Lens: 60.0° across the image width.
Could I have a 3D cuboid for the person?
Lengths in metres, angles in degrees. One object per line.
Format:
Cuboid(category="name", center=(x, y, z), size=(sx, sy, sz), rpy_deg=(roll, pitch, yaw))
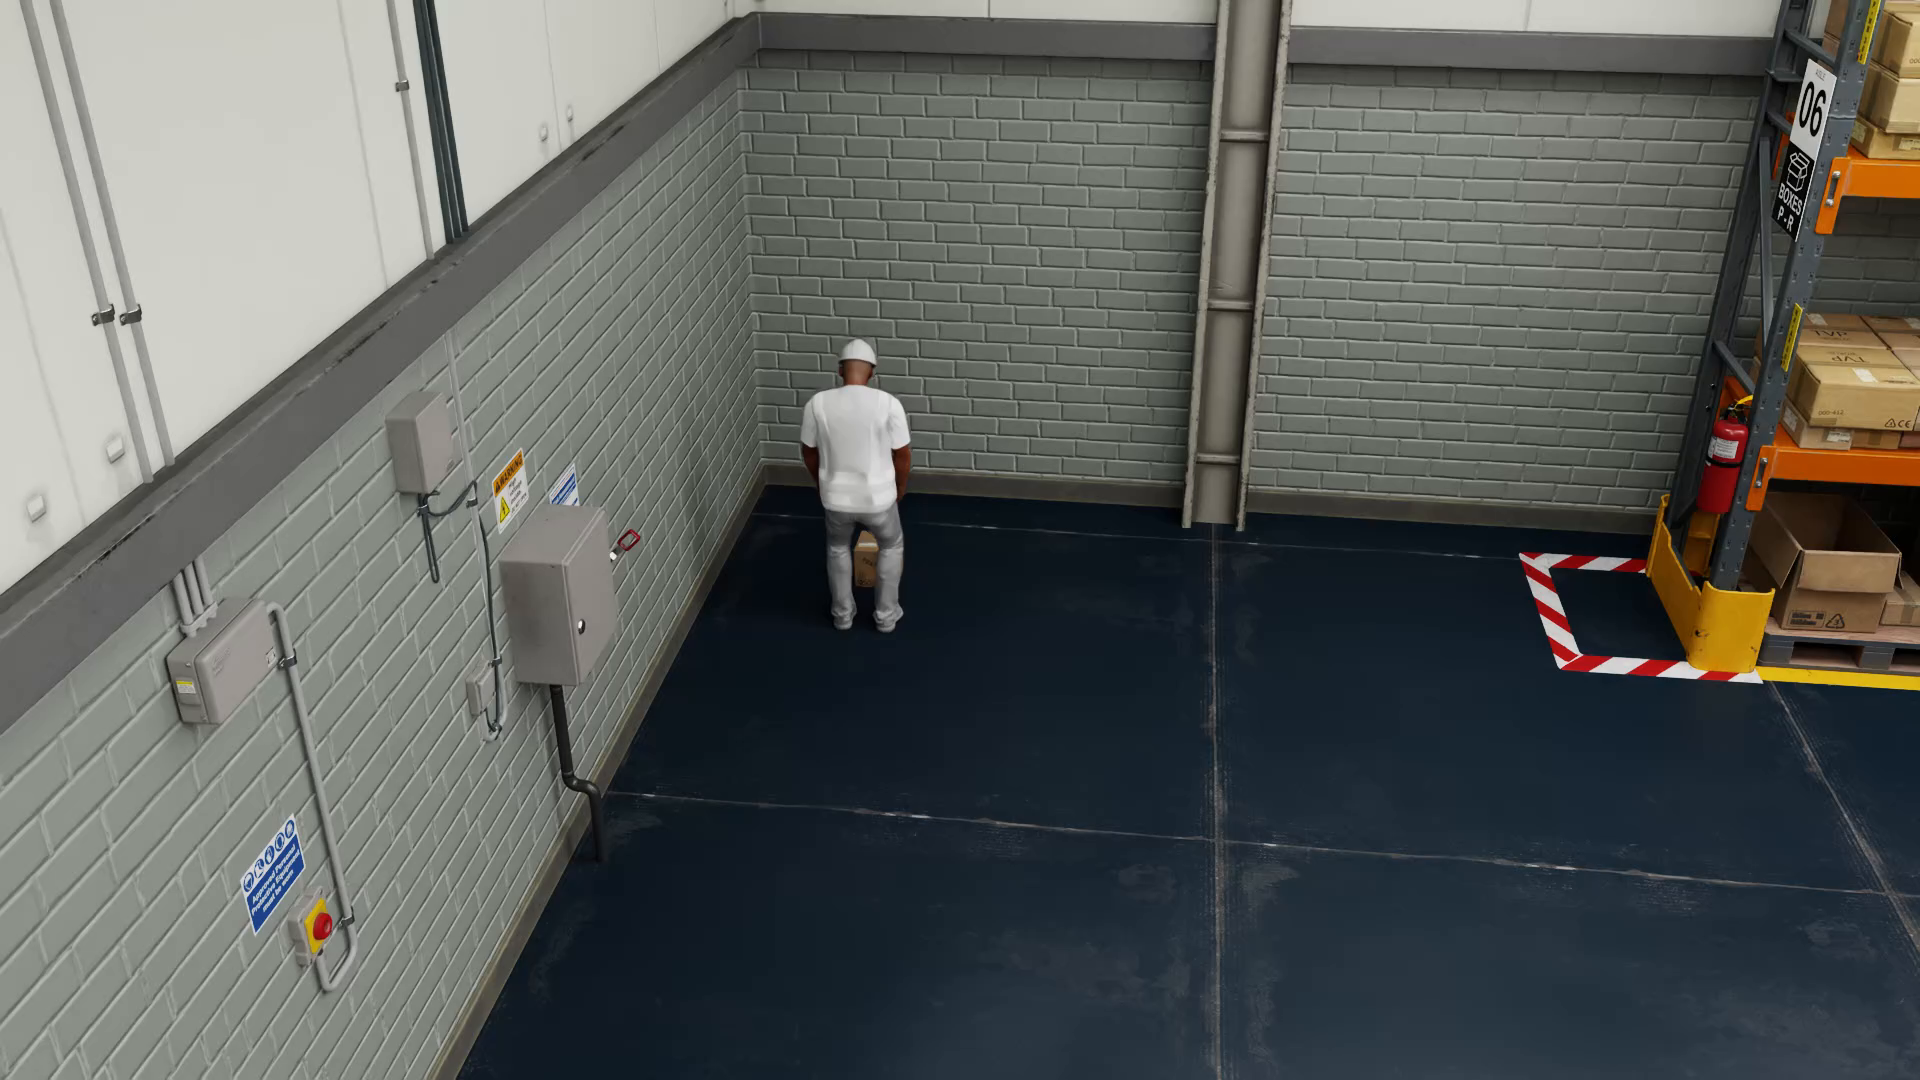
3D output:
Cuboid(category="person", center=(-0.575, -0.284, 9.251), size=(0.610, 1.651, 0.554), rpy_deg=(4, 28, 7))
